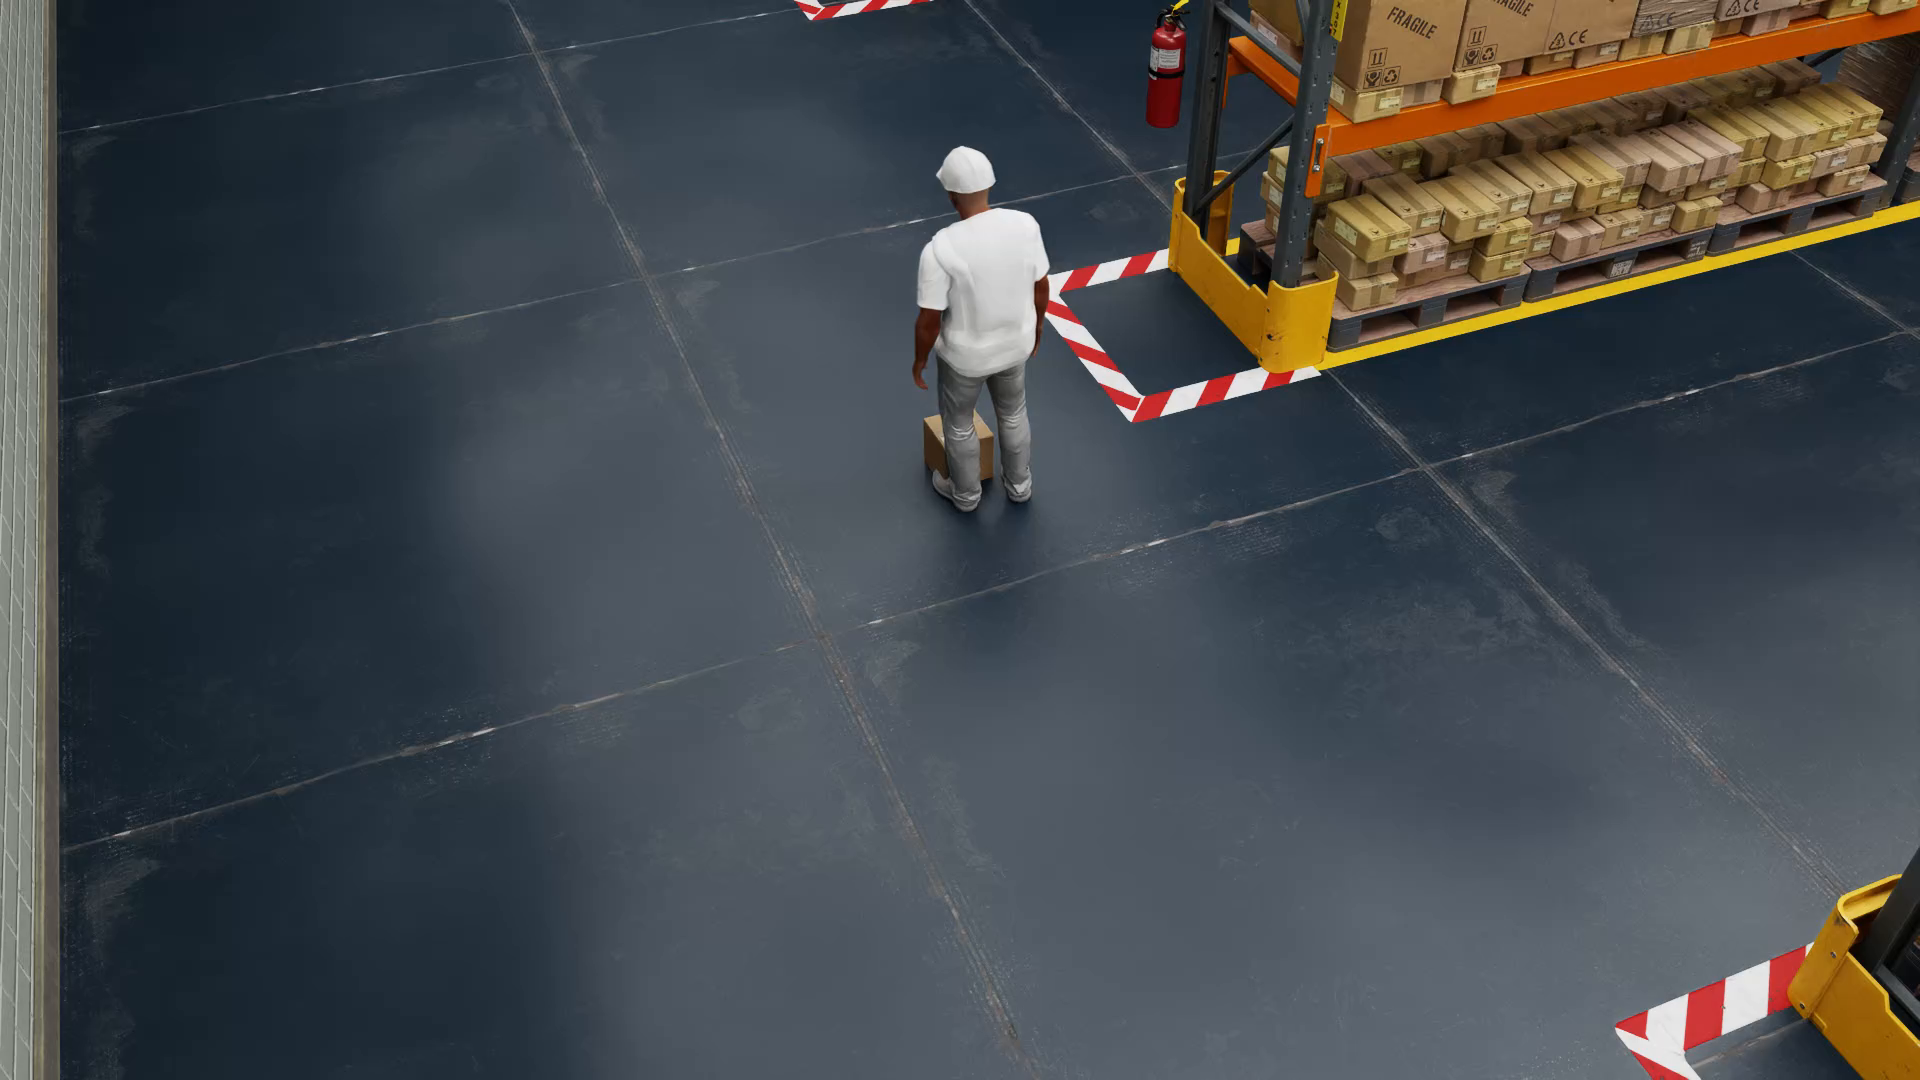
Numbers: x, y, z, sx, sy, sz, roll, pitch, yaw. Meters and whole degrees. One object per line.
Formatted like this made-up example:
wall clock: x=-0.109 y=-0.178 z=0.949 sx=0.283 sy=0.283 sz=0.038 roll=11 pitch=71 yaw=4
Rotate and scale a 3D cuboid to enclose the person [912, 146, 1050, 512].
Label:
person: x=0.081 y=-0.853 z=7.110 sx=0.633 sy=1.759 sz=0.462 roll=-18 pitch=45 yaw=-19
